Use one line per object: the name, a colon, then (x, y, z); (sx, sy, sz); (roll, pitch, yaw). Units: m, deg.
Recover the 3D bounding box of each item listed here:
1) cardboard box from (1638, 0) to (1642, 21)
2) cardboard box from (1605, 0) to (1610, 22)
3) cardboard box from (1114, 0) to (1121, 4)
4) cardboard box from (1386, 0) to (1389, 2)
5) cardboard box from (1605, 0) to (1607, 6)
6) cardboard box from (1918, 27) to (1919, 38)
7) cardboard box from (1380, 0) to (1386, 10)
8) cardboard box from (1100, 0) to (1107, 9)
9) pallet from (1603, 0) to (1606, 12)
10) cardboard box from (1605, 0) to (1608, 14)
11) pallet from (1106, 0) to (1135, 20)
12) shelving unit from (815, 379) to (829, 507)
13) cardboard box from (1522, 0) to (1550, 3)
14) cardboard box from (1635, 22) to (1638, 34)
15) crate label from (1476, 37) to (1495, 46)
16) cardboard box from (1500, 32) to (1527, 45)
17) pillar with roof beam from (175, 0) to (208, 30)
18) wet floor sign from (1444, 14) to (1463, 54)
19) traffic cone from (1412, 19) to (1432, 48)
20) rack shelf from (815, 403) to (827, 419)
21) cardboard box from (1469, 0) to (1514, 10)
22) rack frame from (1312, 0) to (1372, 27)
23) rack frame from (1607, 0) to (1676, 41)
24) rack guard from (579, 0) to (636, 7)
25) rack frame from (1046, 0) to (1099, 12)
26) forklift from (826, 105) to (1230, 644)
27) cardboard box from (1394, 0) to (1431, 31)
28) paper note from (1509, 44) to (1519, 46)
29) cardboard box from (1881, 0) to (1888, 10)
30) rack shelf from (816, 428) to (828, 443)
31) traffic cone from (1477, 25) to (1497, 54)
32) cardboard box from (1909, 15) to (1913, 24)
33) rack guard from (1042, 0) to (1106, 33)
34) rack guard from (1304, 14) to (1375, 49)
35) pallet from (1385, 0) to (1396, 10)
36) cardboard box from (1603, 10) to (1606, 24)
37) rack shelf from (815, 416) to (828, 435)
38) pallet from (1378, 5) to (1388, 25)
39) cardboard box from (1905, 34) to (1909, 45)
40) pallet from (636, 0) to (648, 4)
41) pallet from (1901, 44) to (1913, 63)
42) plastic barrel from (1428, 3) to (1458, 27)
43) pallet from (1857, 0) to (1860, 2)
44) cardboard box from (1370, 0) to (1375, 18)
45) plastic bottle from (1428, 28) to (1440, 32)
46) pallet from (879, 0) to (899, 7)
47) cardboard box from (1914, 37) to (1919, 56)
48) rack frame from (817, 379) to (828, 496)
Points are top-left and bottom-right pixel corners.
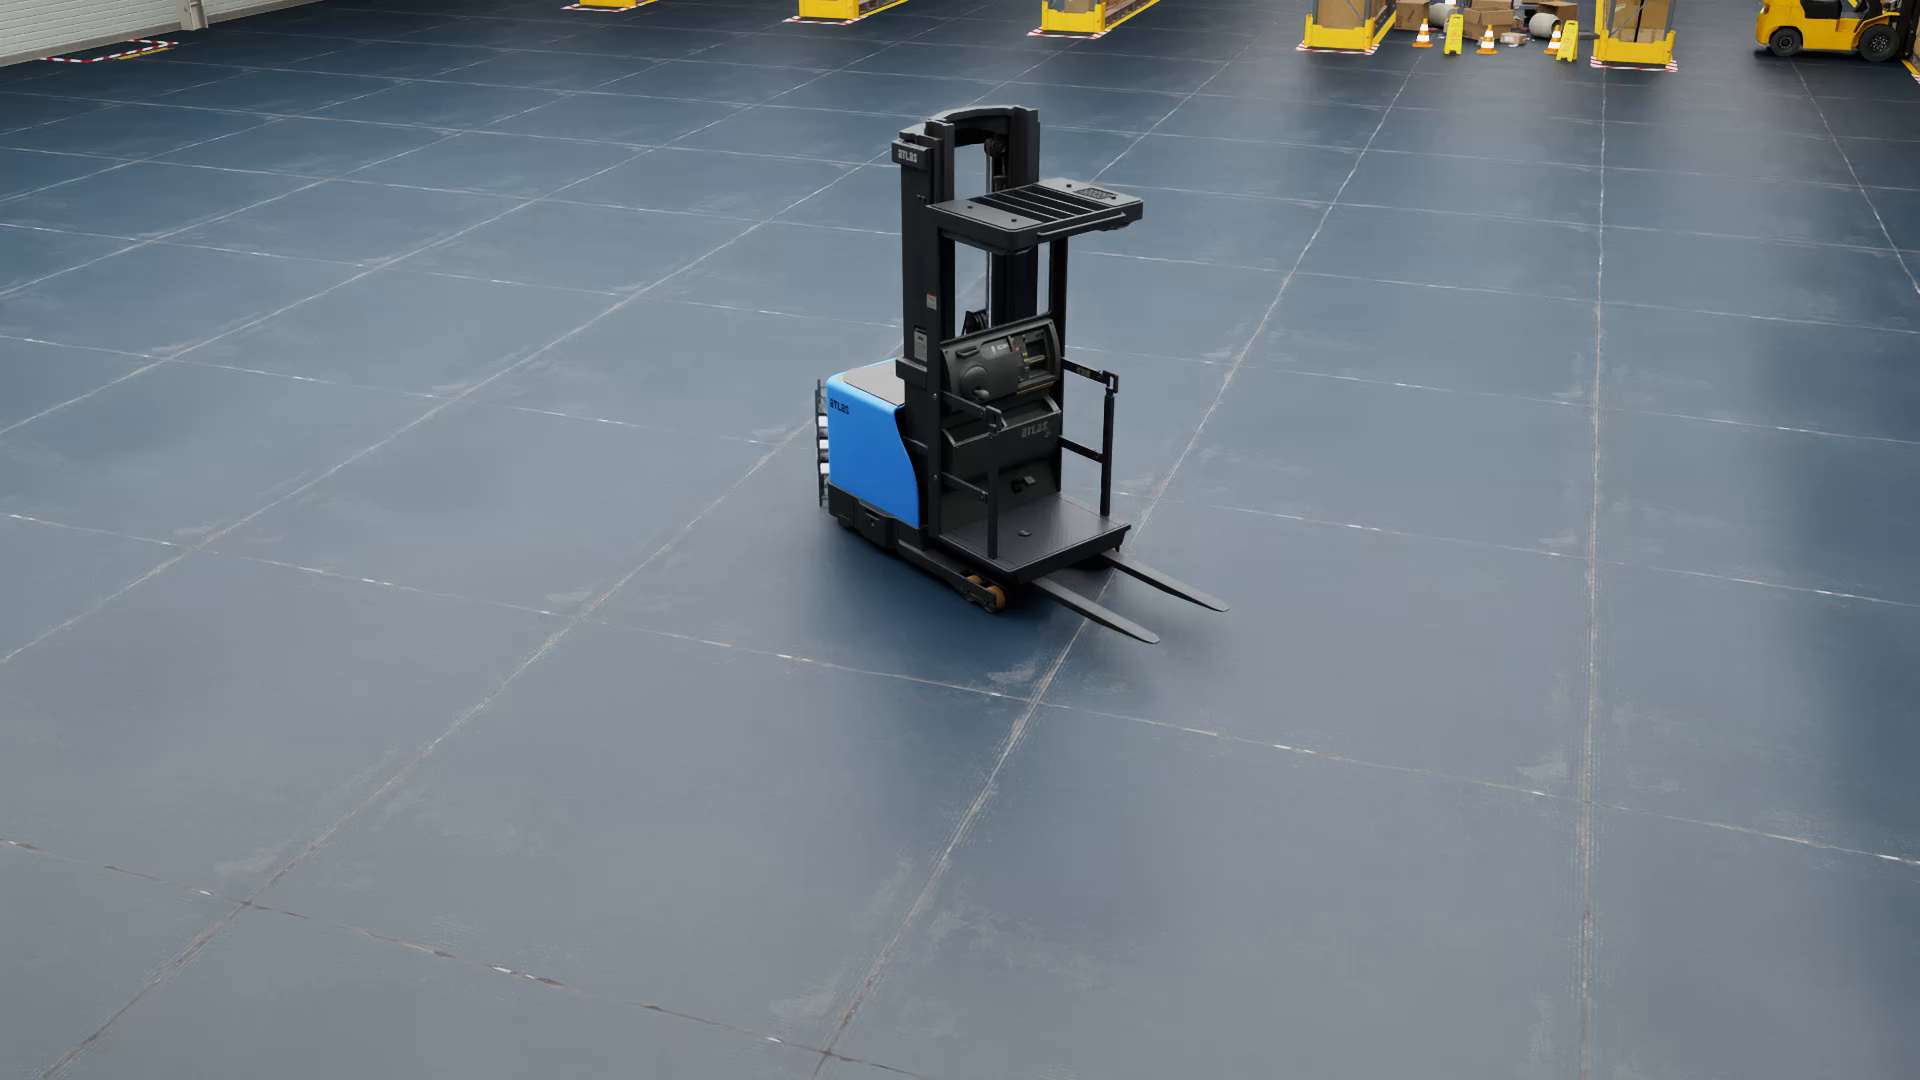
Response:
cardboard box: (12.155, -9.300, 29.053); (0.500, 0.500, 0.500); (8, 27, 16)
cardboard box: (11.640, -9.366, 29.188); (0.500, 0.500, 0.500); (10, 28, 19)
cardboard box: (2.948, -10.978, 33.091); (0.500, 0.500, 0.500); (6, 27, 13)
cardboard box: (8.200, -11.259, 33.386); (1.050, 0.750, 0.750); (9, 27, 17)
cardboard box: (12.329, -10.224, 30.961); (0.500, 0.500, 0.500); (10, 28, 20)
cardboard box: (16.175, -8.403, 27.486); (0.500, 0.250, 0.500); (8, 27, 17)
cardboard box: (7.803, -10.799, 32.292); (0.875, 0.875, 0.875); (9, 27, 18)
cardboard box: (2.494, -10.500, 32.105); (0.500, 0.500, 0.500); (17, 30, 31)
pallet: (13.442, -10.707, 33.344); (1.003, 0.211, 1.213); (9, 27, 17)
cardboard box: (11.988, -9.790, 30.063); (0.500, 0.500, 0.500); (10, 28, 20)
pallet: (2.840, -10.536, 32.993); (1.003, 0.211, 1.213); (9, 27, 17)
shelving unit: (-0.890, -0.687, 11.859); (0.258, 0.900, 0.210); (0, 26, 0)
cardboard box: (11.091, -10.600, 31.924); (0.500, 0.500, 0.500); (9, 27, 17)
cardboard box: (12.325, -9.172, 29.649); (0.500, 0.250, 0.500); (11, 28, 21)
crate label: (9.419, -8.923, 29.746); (0.250, 0.136, 0.298); (-5, 26, -9)
cardboard box: (9.980, -9.043, 29.980); (0.250, 0.149, 0.380); (-20, 33, -36)
pillar with roof beam: (-10.429, -13.110, 28.224); (9.100, 9.000, 0.400); (9, 27, 17)
wet floor sign: (8.605, -8.812, 28.934); (0.267, 0.644, 0.232); (4, 26, 8)
traffic cone: (8.263, -9.041, 29.616); (0.336, 0.463, 0.334); (9, 27, 17)
rack shelf: (-0.890, -0.900, 11.756); (0.258, 0.077, 0.200); (0, 26, 0)
cardboard box: (9.949, -9.907, 31.201); (0.797, 0.637, 0.503); (9, 27, 17)
rack frame: (6.747, -10.171, 29.038); (1.000, 3.000, 0.127); (9, 27, 17)
rack frame: (11.449, -9.495, 27.641); (1.000, 3.000, 0.127); (9, 27, 17)
rack guard: (-7.245, -11.235, 34.104); (1.175, 0.500, 0.348); (9, 27, 17)
rack frame: (2.104, -10.932, 30.610); (1.000, 3.000, 0.127); (9, 27, 17)
forklift: (0.407, -1.110, 10.403); (1.130, 2.935, 3.031); (-20, 32, -36)
cardboard box: (8.529, -9.904, 31.352); (0.500, 0.500, 0.500); (14, 29, 26)
paper note: (9.886, -8.835, 29.687); (0.148, 0.019, 0.142); (0, 26, -1)
cardboard box: (18.139, -10.383, 31.720); (0.875, 0.625, 0.625); (8, 27, 15)
rack shelf: (-0.890, -0.738, 11.835); (0.258, 0.077, 0.200); (0, 26, 0)
traffic cone: (9.216, -8.738, 28.989); (0.336, 0.463, 0.334); (9, 27, 17)
cardboard box: (16.497, -8.823, 28.354); (0.500, 0.250, 0.500); (9, 27, 17)
rack guard: (2.129, -9.838, 31.219); (1.175, 0.500, 0.348); (9, 27, 17)
rack guard: (6.739, -9.036, 29.563); (1.175, 0.500, 0.348); (9, 27, 17)
pallet: (8.264, -10.888, 33.718); (1.003, 0.211, 1.213); (9, 27, 17)
cardboard box: (12.162, -9.666, 30.668); (0.500, 0.250, 0.500); (10, 28, 20)
rack shelf: (-0.890, -0.819, 11.796); (0.258, 0.077, 0.200); (0, 26, 0)
pallet: (7.752, -10.258, 32.419); (1.003, 0.211, 1.213); (9, 27, 17)
cardboard box: (16.490, -8.591, 28.448); (0.500, 0.250, 0.500); (10, 27, 19)
pallet: (-7.022, -11.435, 34.849); (1.003, 0.211, 1.213); (9, 27, 17)
pallet: (16.753, -8.341, 28.459); (1.003, 0.211, 1.213); (9, 27, 17)
plastic barrel: (9.147, -9.967, 31.572); (0.421, 0.421, 0.512); (-14, 29, -27)
pallet: (19.077, -11.110, 34.178); (1.003, 0.211, 1.213); (9, 27, 17)
cardboard box: (7.201, -10.054, 30.752); (0.875, 0.875, 0.875); (8, 27, 17)
plastic bottle: (8.821, -9.546, 31.119); (0.283, 0.061, 0.133); (0, 26, -1)
pallet: (-1.903, -11.266, 34.499); (1.003, 0.211, 1.213); (9, 27, 17)
cardboard box: (16.164, -8.170, 27.578); (0.500, 0.250, 0.500); (9, 27, 17)
rack frame: (-0.889, -0.731, 11.951); (0.240, 0.900, 0.006); (0, 26, 0)
